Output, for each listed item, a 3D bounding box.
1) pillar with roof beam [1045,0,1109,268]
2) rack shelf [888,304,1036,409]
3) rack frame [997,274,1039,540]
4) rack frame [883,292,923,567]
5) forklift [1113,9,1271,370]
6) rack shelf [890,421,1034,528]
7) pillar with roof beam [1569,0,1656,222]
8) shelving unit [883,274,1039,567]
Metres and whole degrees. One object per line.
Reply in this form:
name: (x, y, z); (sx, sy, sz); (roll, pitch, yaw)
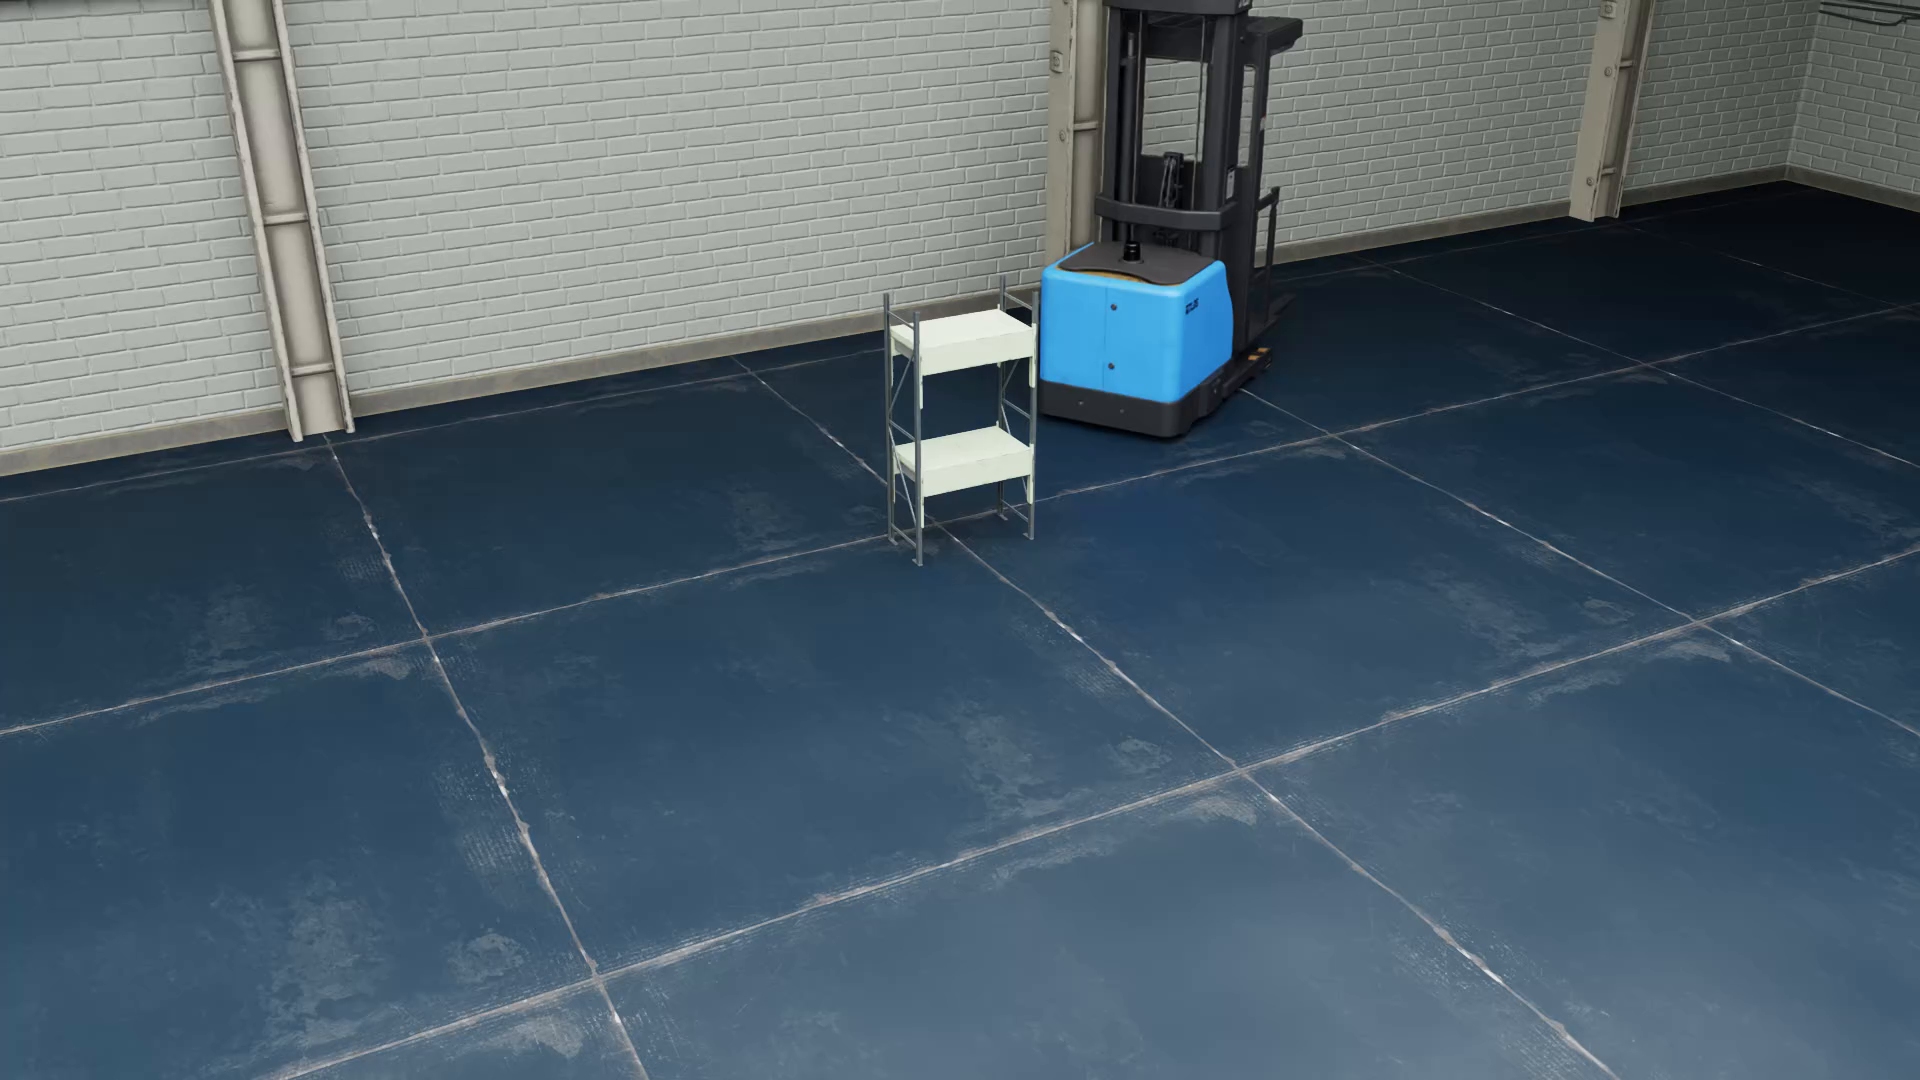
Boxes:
pillar with roof beam: (2.973, -4.388, 8.493); (0.400, 9.000, 9.100); (-13, 29, -25)
rack shelf: (0.006, -1.029, 9.259); (0.720, 0.370, 0.431); (-13, 29, -25)
rack frame: (0.329, -0.752, 9.583); (0.023, 1.500, 0.400); (-13, 29, -25)
rack frame: (-0.317, -0.603, 9.273); (0.023, 1.500, 0.400); (-13, 29, -25)
forklift: (1.686, -2.602, 11.783); (1.121, 2.935, 3.031); (14, 29, 26)
rack shelf: (0.006, -0.384, 9.569); (0.720, 0.370, 0.431); (-13, 29, -25)
pillar with roof beam: (8.267, -5.610, 11.038); (0.400, 9.000, 9.100); (-13, 29, -25)
shelving unit: (0.006, -0.677, 9.428); (0.755, 1.500, 0.431); (-13, 29, -25)
